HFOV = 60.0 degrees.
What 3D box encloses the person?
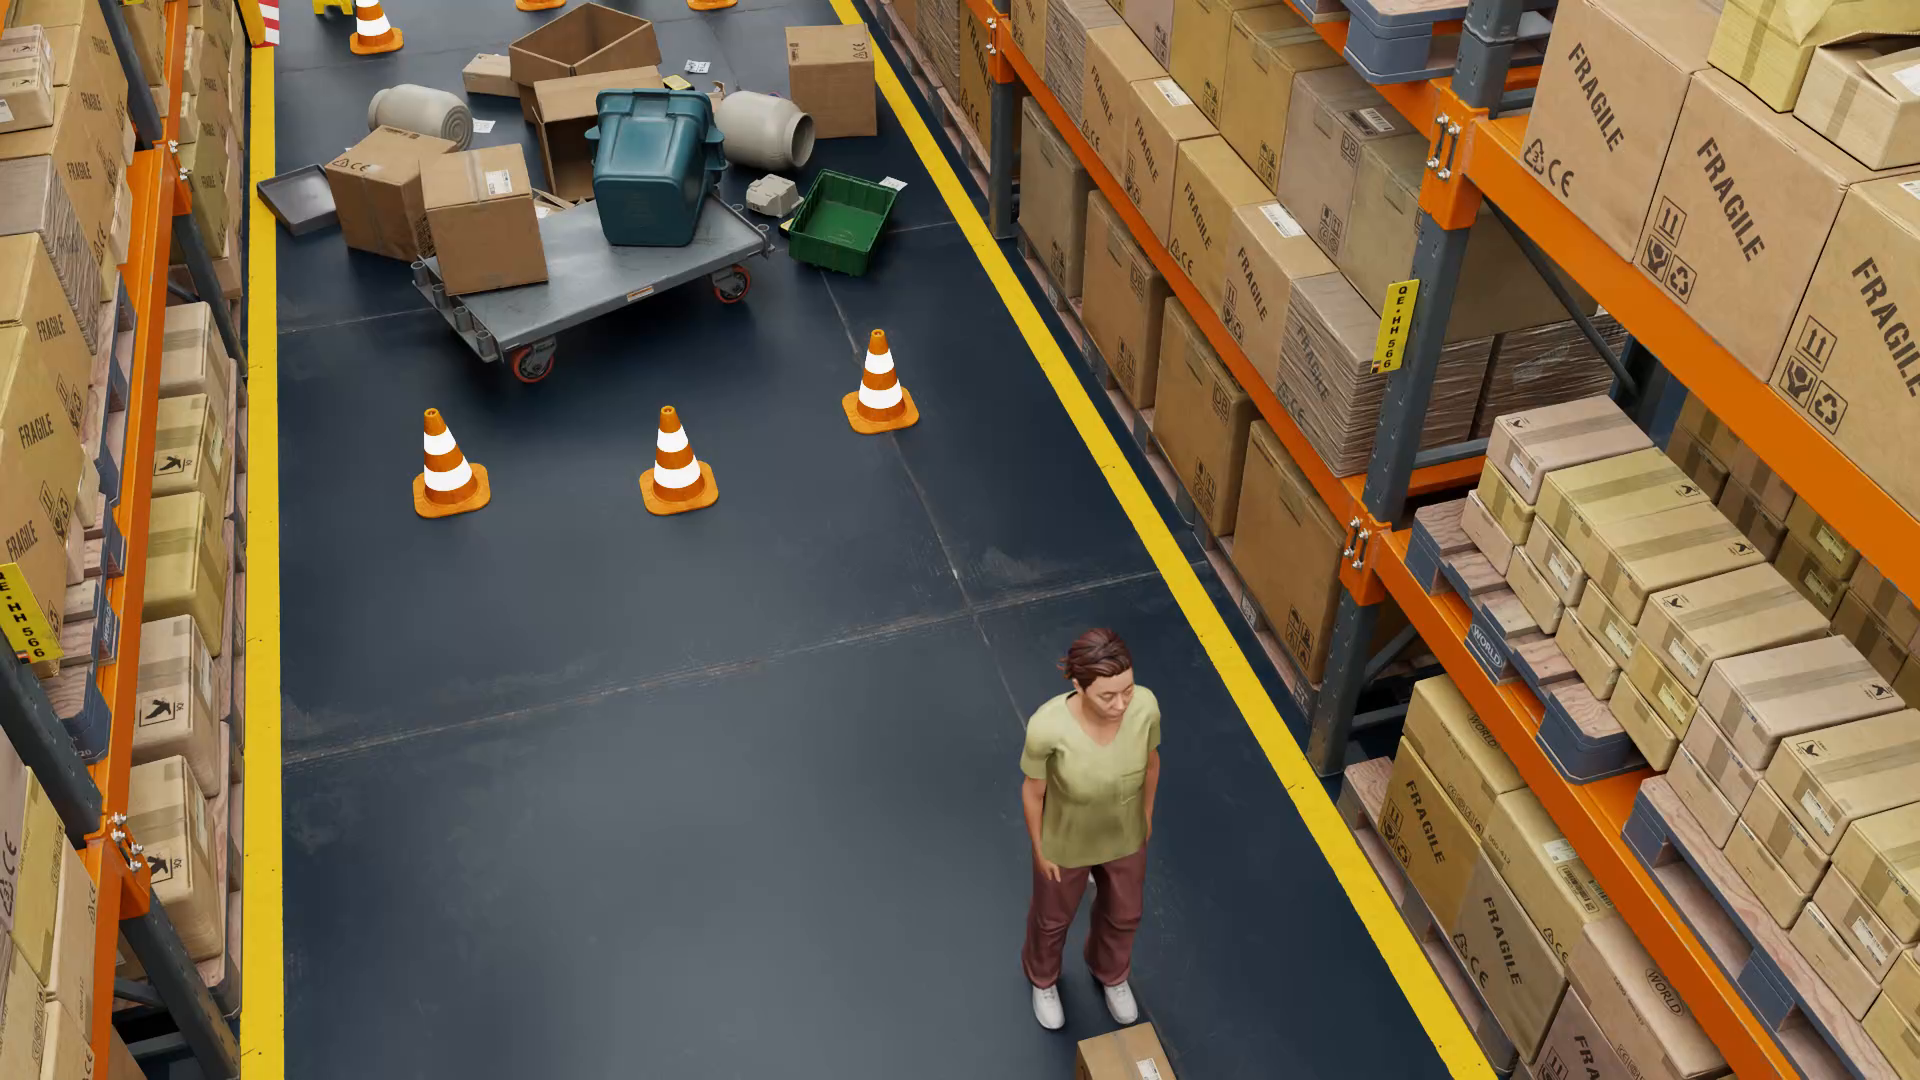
[{"bbox_3d":[0.409,0.919,5.161,0.449,1.674,0.399,-11,44,-12],"label":"person"}]
